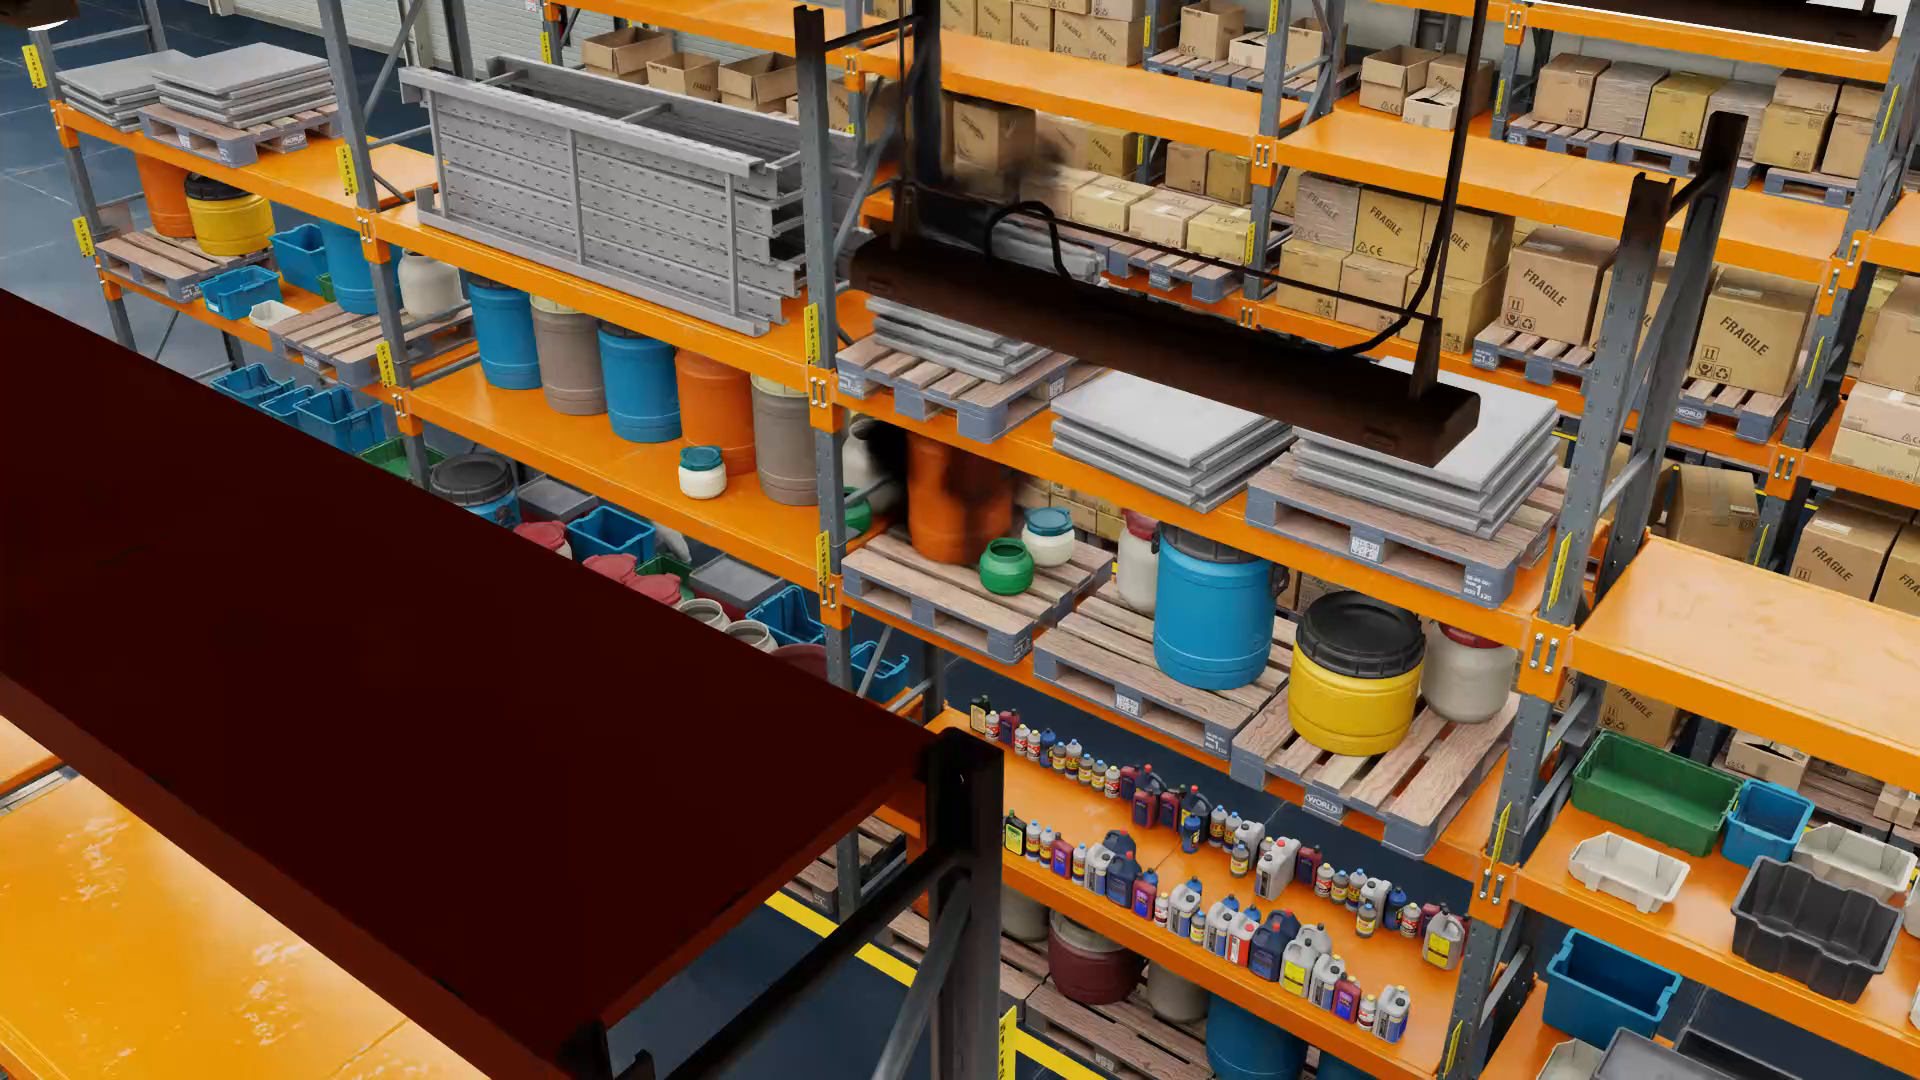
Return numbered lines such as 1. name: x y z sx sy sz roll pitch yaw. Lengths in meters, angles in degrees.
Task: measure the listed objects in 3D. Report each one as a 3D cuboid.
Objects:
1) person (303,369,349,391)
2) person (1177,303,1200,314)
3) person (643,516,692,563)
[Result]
1. person: -6.120 -1.565 16.268 0.896 1.679 0.632 15 34 22
2. person: 2.144 -1.525 16.053 1.033 1.754 0.714 20 37 29
3. person: -2.695 -0.580 14.552 0.768 1.850 0.631 14 34 22
